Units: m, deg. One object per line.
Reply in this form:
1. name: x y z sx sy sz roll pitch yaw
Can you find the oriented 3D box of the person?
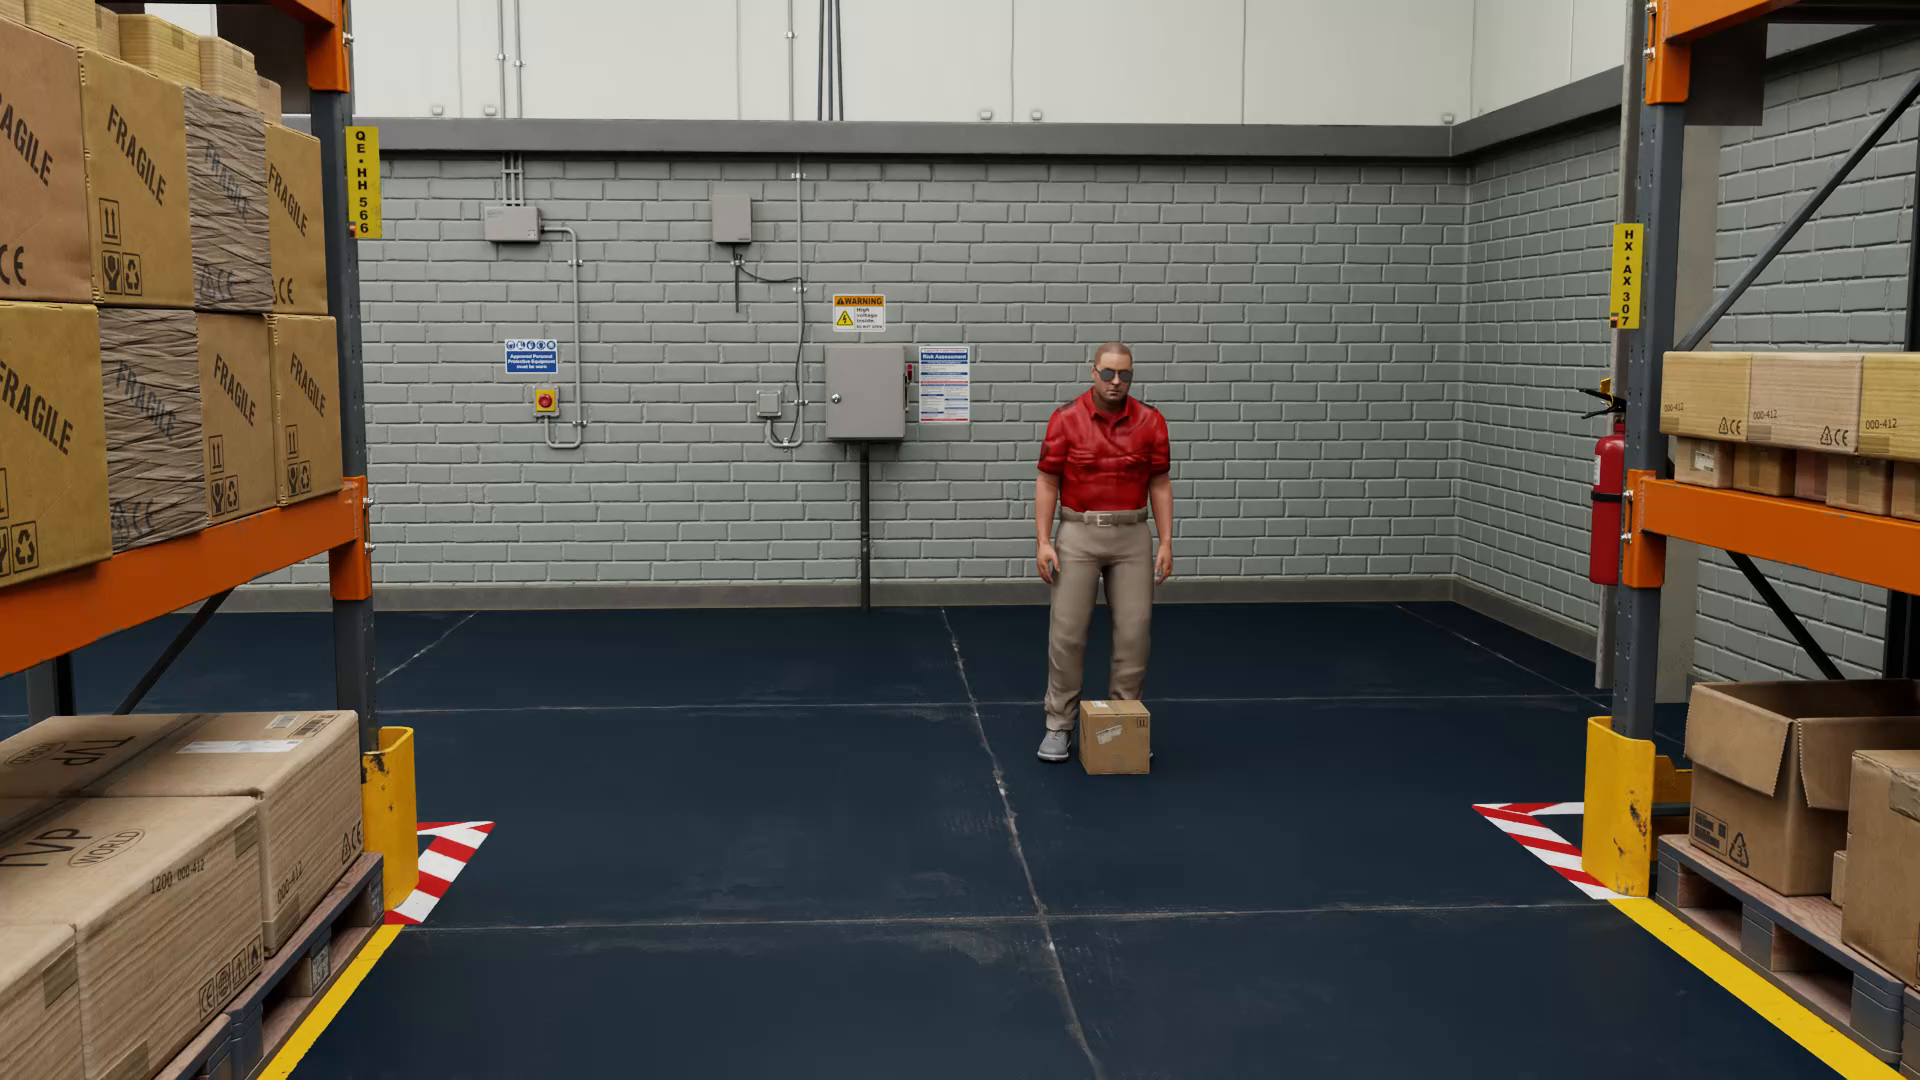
1. person: 0.606 0.042 6.941 0.585 1.727 0.422 0 7 -4
